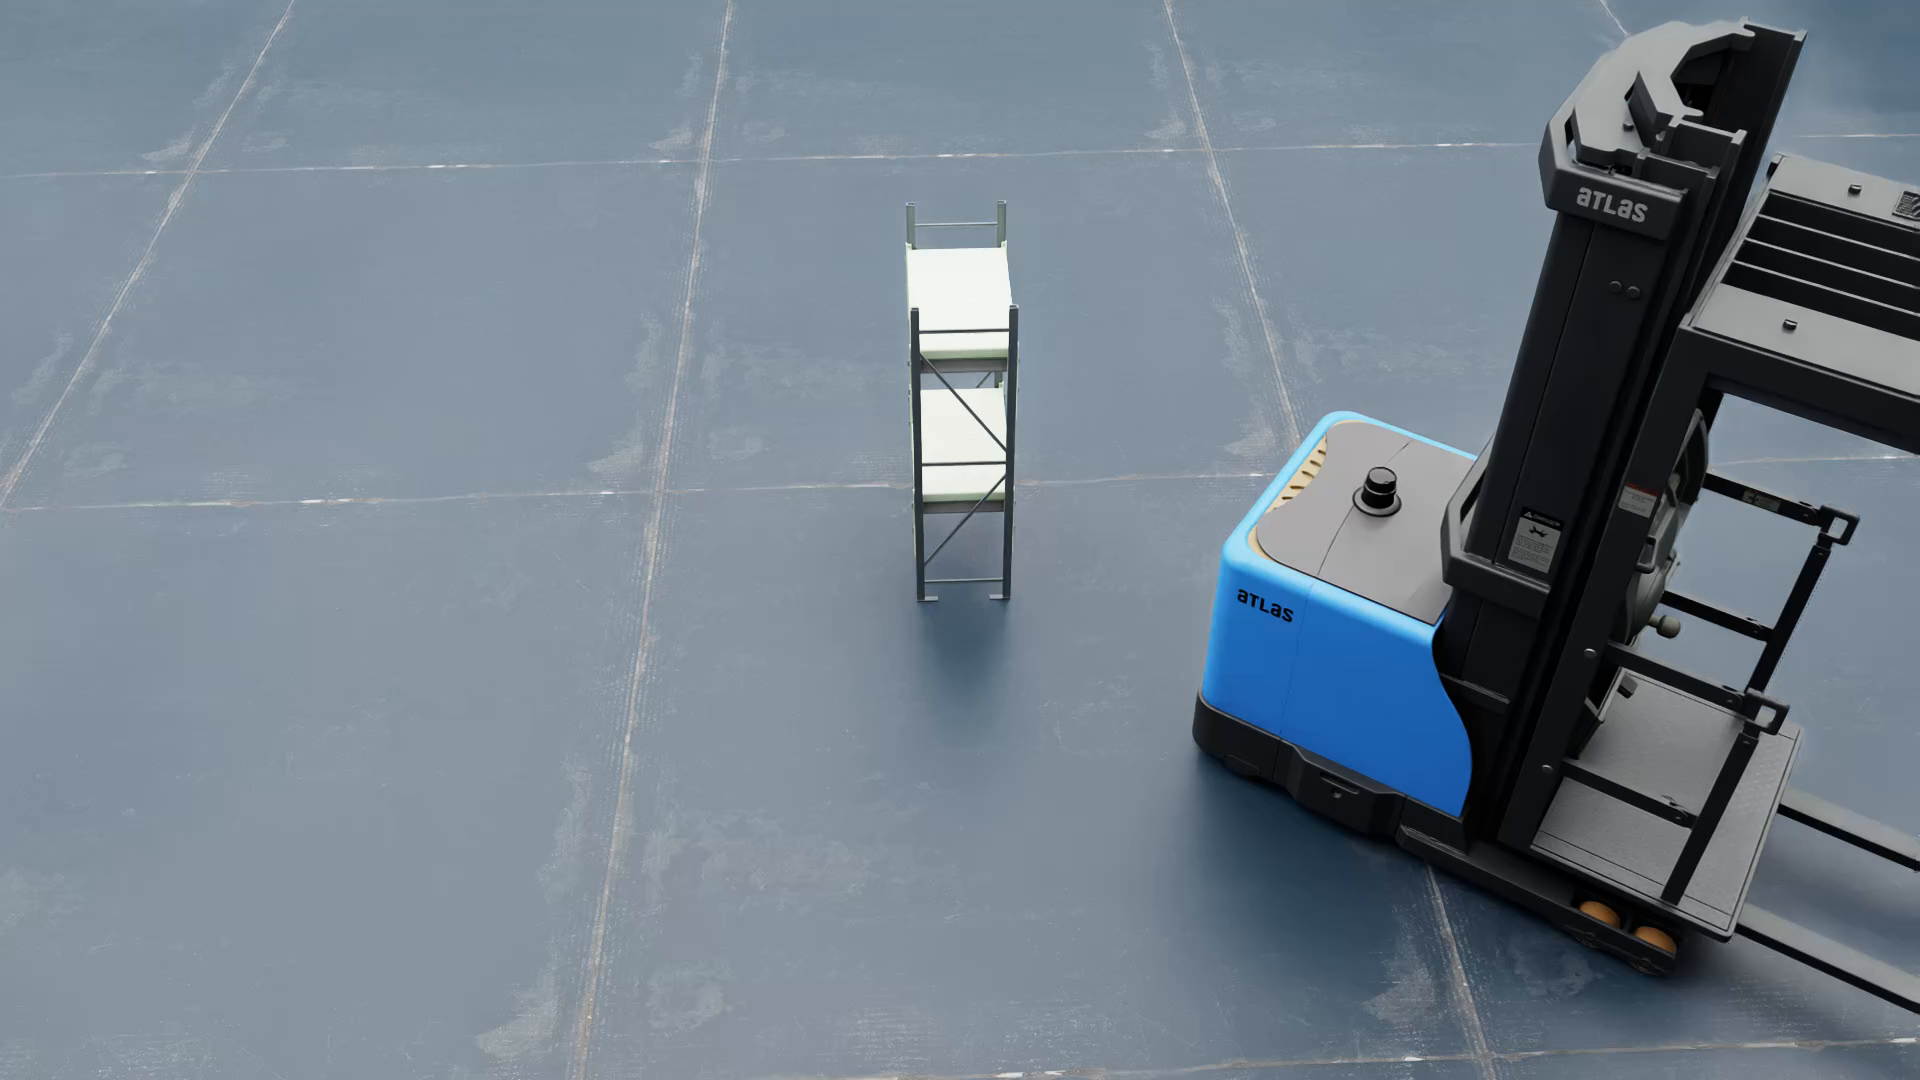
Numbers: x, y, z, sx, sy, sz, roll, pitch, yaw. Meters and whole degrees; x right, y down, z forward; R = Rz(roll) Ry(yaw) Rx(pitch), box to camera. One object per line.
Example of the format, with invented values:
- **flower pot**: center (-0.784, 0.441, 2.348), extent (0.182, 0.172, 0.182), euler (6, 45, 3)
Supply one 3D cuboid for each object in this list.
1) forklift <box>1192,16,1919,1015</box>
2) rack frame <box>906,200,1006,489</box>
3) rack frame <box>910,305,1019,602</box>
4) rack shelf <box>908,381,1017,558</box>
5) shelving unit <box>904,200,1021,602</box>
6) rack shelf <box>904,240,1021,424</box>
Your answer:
- **forklift**: center (2.419, 0.007, 5.223), extent (3.031, 2.935, 1.130), euler (24, 48, 24)
- **rack frame**: center (-0.015, -0.795, 7.158), extent (0.400, 1.500, 0.023), euler (-2, 43, -2)
- **rack frame**: center (0.016, -0.301, 6.618), extent (0.400, 1.500, 0.023), euler (-2, 43, -2)
- **rack shelf**: center (0.000, -0.308, 7.108), extent (0.431, 0.370, 0.720), euler (-2, 43, -2)
- **shelving unit**: center (0.000, -0.548, 6.888), extent (0.431, 1.500, 0.755), euler (-2, 43, -2)
- **rack shelf**: center (0.000, -0.836, 6.624), extent (0.431, 0.370, 0.720), euler (-2, 43, -2)
